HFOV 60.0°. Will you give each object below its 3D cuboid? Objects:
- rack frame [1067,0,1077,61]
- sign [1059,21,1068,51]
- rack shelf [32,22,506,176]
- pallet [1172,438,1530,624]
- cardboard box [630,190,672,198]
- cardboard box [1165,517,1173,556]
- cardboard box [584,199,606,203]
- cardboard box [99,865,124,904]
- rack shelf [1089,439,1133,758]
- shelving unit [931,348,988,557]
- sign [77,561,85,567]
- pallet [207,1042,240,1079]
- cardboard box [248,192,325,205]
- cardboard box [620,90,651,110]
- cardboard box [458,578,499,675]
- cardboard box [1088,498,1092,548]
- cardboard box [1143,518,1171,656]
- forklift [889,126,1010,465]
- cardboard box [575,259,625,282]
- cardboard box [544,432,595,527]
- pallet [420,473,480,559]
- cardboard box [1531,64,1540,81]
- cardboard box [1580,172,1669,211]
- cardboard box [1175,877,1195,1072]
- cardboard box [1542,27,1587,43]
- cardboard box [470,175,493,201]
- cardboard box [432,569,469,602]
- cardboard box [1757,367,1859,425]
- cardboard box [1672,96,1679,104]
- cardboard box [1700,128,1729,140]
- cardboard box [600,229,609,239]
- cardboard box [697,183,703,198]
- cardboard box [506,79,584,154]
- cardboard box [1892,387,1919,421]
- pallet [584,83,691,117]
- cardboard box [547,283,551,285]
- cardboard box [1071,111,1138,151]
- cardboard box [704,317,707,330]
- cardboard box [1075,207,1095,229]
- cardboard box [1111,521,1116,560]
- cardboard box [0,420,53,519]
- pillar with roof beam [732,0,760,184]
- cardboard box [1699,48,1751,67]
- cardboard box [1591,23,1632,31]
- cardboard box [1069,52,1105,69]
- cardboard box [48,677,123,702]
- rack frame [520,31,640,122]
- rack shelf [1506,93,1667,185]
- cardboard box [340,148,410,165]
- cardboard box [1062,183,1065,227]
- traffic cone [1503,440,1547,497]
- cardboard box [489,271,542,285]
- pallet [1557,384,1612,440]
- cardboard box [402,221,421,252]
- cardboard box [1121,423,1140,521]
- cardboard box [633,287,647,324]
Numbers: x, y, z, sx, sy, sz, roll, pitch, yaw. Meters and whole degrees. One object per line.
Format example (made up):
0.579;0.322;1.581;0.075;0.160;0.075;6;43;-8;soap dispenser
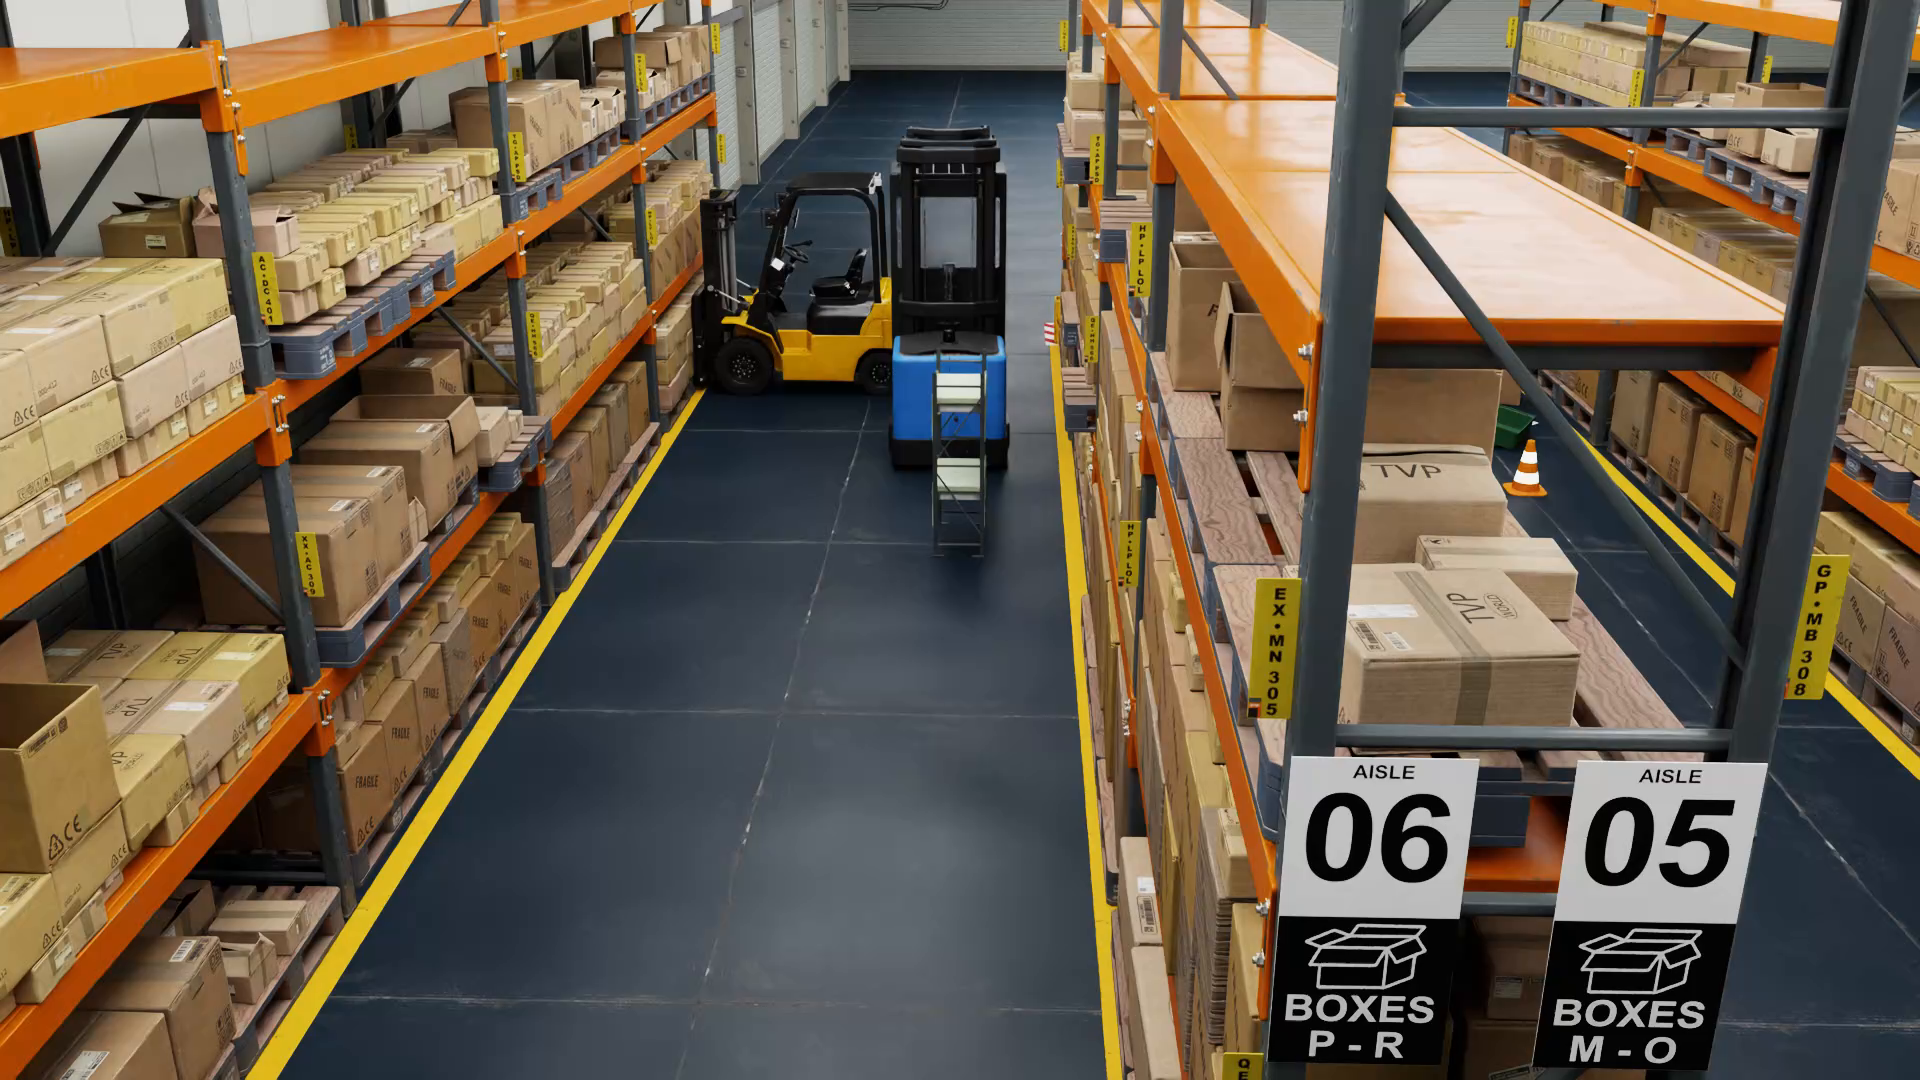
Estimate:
1.697;-6.565;18.007;1.000;3.000;0.127;1;21;2;rack frame
1.155;-5.580;18.407;0.100;0.325;0.005;1;21;2;sign
-3.569;-2.480;9.029;1.077;0.370;4.000;1;21;2;rack shelf
1.257;-0.050;5.488;1.003;0.211;1.213;1;21;2;pallet
-3.120;-3.441;16.805;0.380;0.149;0.250;1;21;1;cardboard box
1.071;-0.040;7.068;0.380;0.149;0.250;1;21;2;cardboard box
-3.690;-3.258;16.334;0.380;0.149;0.250;0;21;1;cardboard box
-3.451;1.311;6.351;0.380;0.149;0.250;1;21;1;cardboard box
1.393;0.183;9.904;1.077;0.370;4.000;1;21;2;rack shelf
0.000;-0.702;13.264;0.431;1.500;0.755;1;21;2;shelving unit
-4.184;-0.027;7.851;0.100;0.325;0.005;1;21;2;sign
-3.686;2.509;6.772;1.003;0.211;1.213;1;21;2;pallet
-3.716;-1.812;9.122;0.380;0.149;0.250;1;21;3;cardboard box
-3.069;-4.057;15.321;0.380;0.149;0.250;1;21;3;cardboard box
-3.345;0.566;10.797;0.500;0.500;0.500;2;21;4;cardboard box
1.481;-0.050;12.563;0.950;0.372;0.625;-1;21;-2;cardboard box
1.076;0.228;7.275;0.500;0.500;0.500;1;21;2;cardboard box
-0.114;-2.527;15.990;1.130;2.935;3.031;0;21;-1;forklift
-3.100;-2.320;14.326;0.380;0.149;0.250;0;21;0;cardboard box
-3.463;-0.479;13.319;0.875;0.625;0.625;1;21;3;cardboard box
-3.562;-0.136;9.997;1.003;0.211;1.213;1;21;2;pallet
6.302;-4.970;17.674;0.380;0.149;0.250;1;21;2;cardboard box
6.472;-3.210;15.955;0.875;0.550;0.550;1;21;2;cardboard box
0.997;1.426;5.569;0.500;0.500;0.500;1;21;3;cardboard box
6.295;-5.254;17.301;0.380;0.149;0.250;1;21;2;cardboard box
-3.278;-2.312;10.850;0.380;0.149;0.250;1;21;3;cardboard box
-3.359;0.299;10.590;0.380;0.149;0.250;0;21;1;cardboard box
6.150;-1.070;12.001;0.500;0.500;0.500;1;21;2;cardboard box
6.892;-4.139;15.531;0.380;0.149;0.250;1;21;2;cardboard box
6.224;-3.323;13.429;0.380;0.149;0.250;1;21;2;cardboard box
-3.624;-2.767;16.375;0.500;0.500;0.500;1;21;2;cardboard box
-3.042;-3.856;18.284;0.380;0.149;0.250;1;21;3;cardboard box
-3.211;-3.243;12.737;0.500;0.500;0.500;1;21;3;cardboard box
6.179;-0.862;10.549;0.380;0.149;0.250;1;21;1;cardboard box
-3.346;-4.481;16.905;1.003;0.211;1.213;1;21;2;pallet
-3.710;-1.990;14.028;0.500;0.250;0.500;0;21;0;cardboard box
1.149;-3.273;13.298;0.500;0.250;0.500;0;21;1;cardboard box
-2.987;-2.420;18.150;0.500;0.250;0.500;0;21;0;cardboard box
1.208;-2.839;14.672;0.380;0.149;0.250;1;21;1;cardboard box
1.156;-0.077;9.788;0.500;0.250;0.500;1;21;2;cardboard box
-3.449;-0.217;5.590;0.500;0.250;0.500;0;21;1;cardboard box
0.482;-10.667;28.581;9.100;9.000;0.400;1;21;2;pillar with roof beam
6.877;-4.327;14.913;0.380;0.149;0.250;1;21;2;cardboard box
6.968;-5.429;17.755;0.380;0.149;0.250;1;21;2;cardboard box
1.339;-5.024;17.427;0.380;0.149;0.250;1;21;1;cardboard box
-3.923;0.807;7.100;0.500;0.250;0.500;0;21;1;cardboard box
-3.386;-5.172;14.417;1.000;3.000;0.127;1;21;2;rack frame
6.587;-4.090;16.770;1.077;0.370;4.000;1;21;2;rack shelf
-3.795;-2.451;10.798;0.380;0.149;0.250;0;21;0;cardboard box
1.405;-3.785;18.587;0.500;0.500;0.500;0;21;1;cardboard box
4.976;-0.653;14.571;0.336;0.463;0.334;1;21;2;traffic cone
-3.703;-2.139;13.859;0.380;0.149;0.250;0;21;1;cardboard box
6.628;-1.278;16.530;1.003;0.211;1.213;1;21;2;pallet
-3.202;-1.666;9.157;0.380;0.149;0.250;1;21;3;cardboard box
1.103;-0.293;8.617;0.500;0.500;0.500;1;21;3;cardboard box
-3.140;-2.120;15.053;0.500;0.250;0.500;1;21;3;cardboard box
